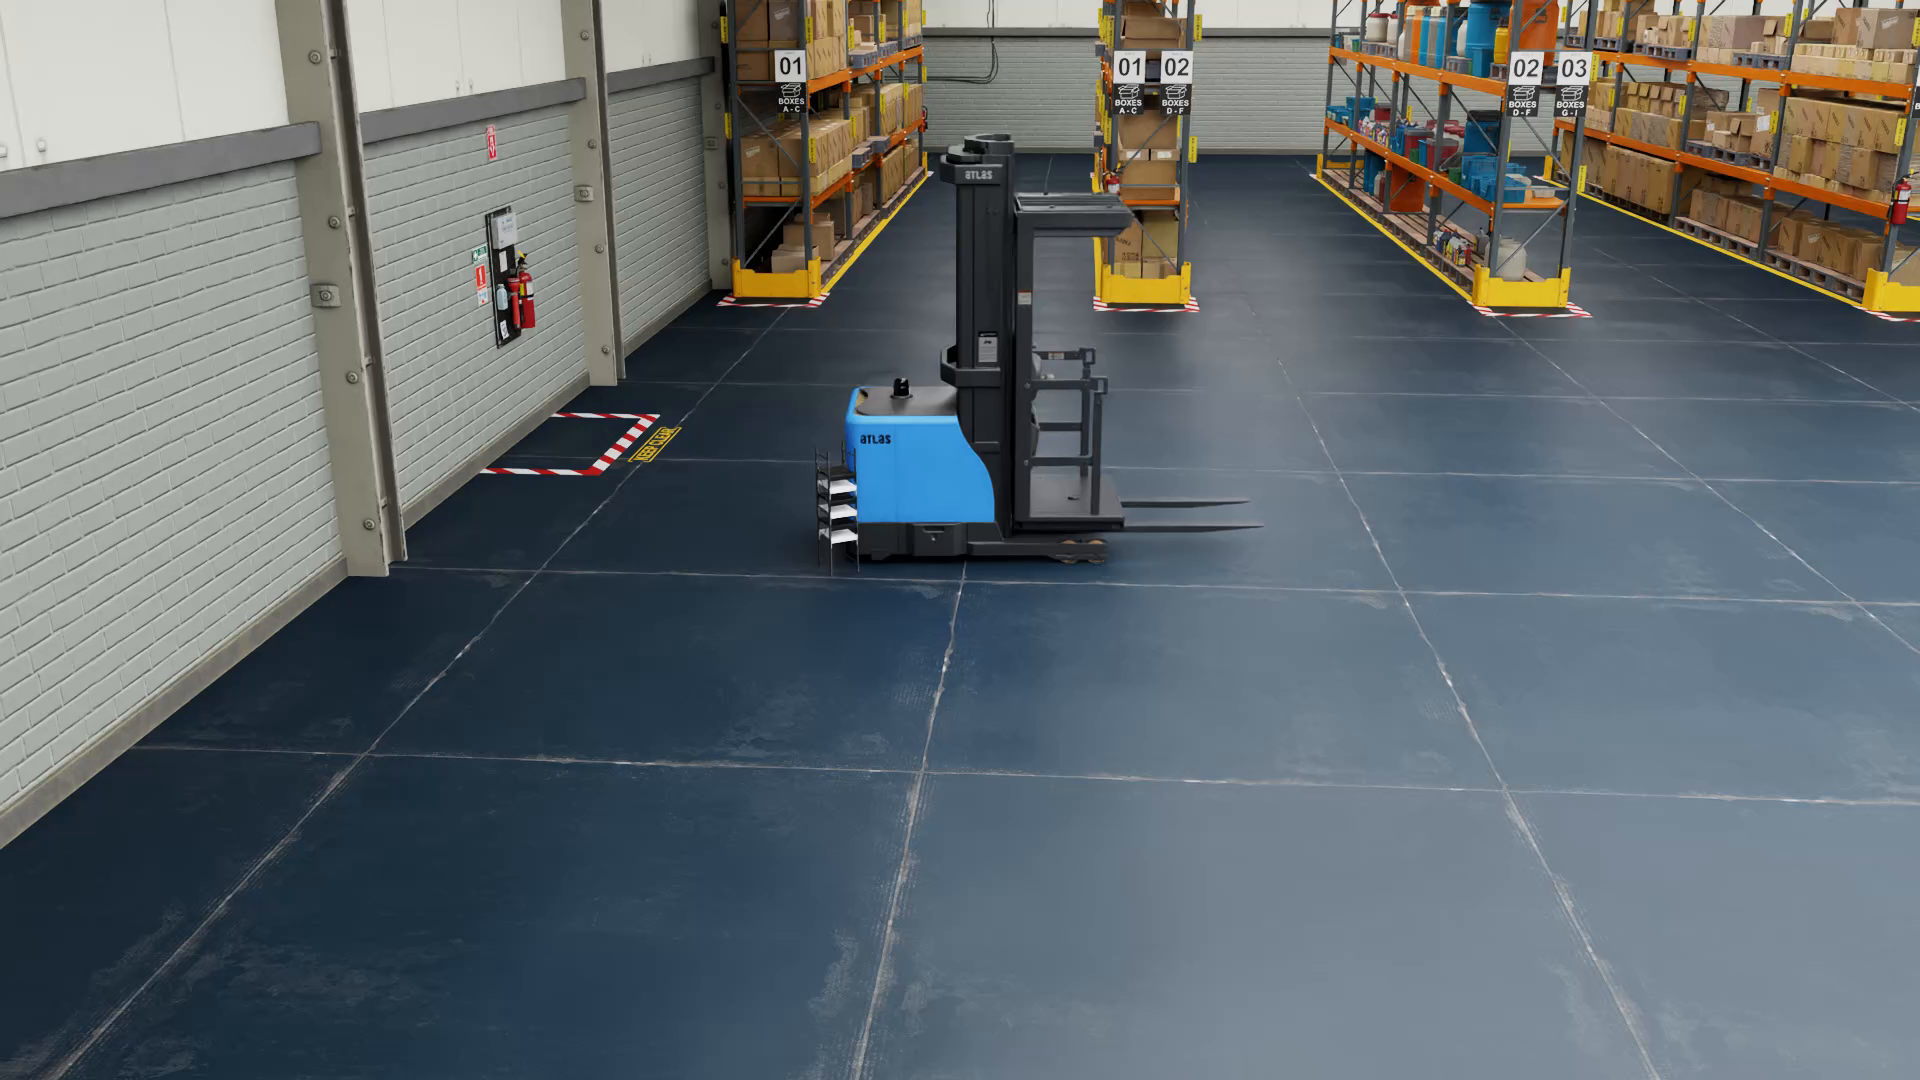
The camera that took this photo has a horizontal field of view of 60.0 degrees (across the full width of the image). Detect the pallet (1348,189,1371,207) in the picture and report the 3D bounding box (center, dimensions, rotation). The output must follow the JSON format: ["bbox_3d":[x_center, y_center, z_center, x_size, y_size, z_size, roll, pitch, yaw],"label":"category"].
[{"bbox_3d":[8.161,-6.667,32.429,1.003,0.211,1.213,1,18,4],"label":"pallet"}]

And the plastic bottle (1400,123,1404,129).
[{"bbox_3d":[8.354,-7.725,31.387,0.097,0.271,0.097,0,18,0],"label":"plastic bottle"}]

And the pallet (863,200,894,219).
[{"bbox_3d":[-1.779,-6.127,30.784,1.003,0.211,1.213,1,18,4],"label":"pallet"}]

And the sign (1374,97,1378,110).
[{"bbox_3d":[9.094,-9.543,36.467,0.100,0.325,0.005,1,18,4],"label":"sign"}]

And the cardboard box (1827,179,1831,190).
[{"bbox_3d":[12.242,-4.911,22.997,0.380,0.149,0.250,1,18,4],"label":"cardboard box"}]

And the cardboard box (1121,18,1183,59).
[{"bbox_3d":[2.502,-6.534,21.665,0.797,0.503,0.637,3,18,8],"label":"cardboard box"}]

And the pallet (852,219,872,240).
[{"bbox_3d":[-2.058,-5.264,28.148,1.003,0.211,1.213,1,18,4],"label":"pallet"}]

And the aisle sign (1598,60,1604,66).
[{"bbox_3d":[13.789,-10.613,35.821,0.394,0.787,0.004,1,18,4],"label":"aisle sign"}]

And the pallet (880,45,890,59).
[{"bbox_3d":[-1.918,-8.746,29.783,1.213,0.211,1.003,2,18,6],"label":"pallet"}]

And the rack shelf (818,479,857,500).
[{"bbox_3d":[-0.864,-0.364,11.617,0.200,0.077,0.258,-9,20,-26],"label":"rack shelf"}]

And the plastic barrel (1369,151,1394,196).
[{"bbox_3d":[8.151,-7.044,31.799,0.600,0.901,0.708,1,18,4],"label":"plastic barrel"}]

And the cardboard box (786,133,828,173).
[{"bbox_3d":[-2.105,-5.314,22.828,0.500,0.500,0.500,1,18,4],"label":"cardboard box"}]

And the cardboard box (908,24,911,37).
[{"bbox_3d":[-1.261,-10.419,33.993,0.500,0.250,0.500,1,18,3],"label":"cardboard box"}]

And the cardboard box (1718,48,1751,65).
[{"bbox_3d":[12.559,-7.772,26.749,0.500,0.250,0.500,2,18,5],"label":"cardboard box"}]

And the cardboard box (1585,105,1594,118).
[{"bbox_3d":[13.078,-8.809,34.254,0.500,0.250,0.500,1,18,3],"label":"cardboard box"}]

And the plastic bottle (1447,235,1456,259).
[{"bbox_3d":[7.168,-4.264,24.166,0.144,0.351,0.185,1,18,3],"label":"plastic bottle"}]

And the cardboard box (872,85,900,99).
[{"bbox_3d":[-1.449,-8.697,32.273,0.500,0.250,0.500,2,18,5],"label":"cardboard box"}]

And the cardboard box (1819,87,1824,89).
[{"bbox_3d":[18.038,-9.433,34.149,0.500,0.500,0.500,1,18,3],"label":"cardboard box"}]

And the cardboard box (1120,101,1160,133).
[{"bbox_3d":[2.610,-5.916,23.416,0.700,0.500,0.500,1,18,4],"label":"cardboard box"}]

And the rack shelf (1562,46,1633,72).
[{"bbox_3d":[13.341,-9.825,33.927,1.077,0.370,4.000,1,18,4],"label":"rack shelf"}]

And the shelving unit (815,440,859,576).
[{"bbox_3d":[-0.864,-0.224,11.662,0.210,0.900,0.258,-9,20,-26],"label":"shelving unit"}]

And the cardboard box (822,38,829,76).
[{"bbox_3d":[-2.104,-6.633,22.838,0.500,0.500,0.500,2,18,6],"label":"cardboard box"}]

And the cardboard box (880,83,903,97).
[{"bbox_3d":[-1.402,-8.855,32.757,0.500,0.250,0.500,2,18,5],"label":"cardboard box"}]

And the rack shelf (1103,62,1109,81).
[{"bbox_3d":[2.887,-7.562,27.023,1.077,0.370,4.000,1,18,4],"label":"rack shelf"}]

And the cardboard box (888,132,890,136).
[{"bbox_3d":[-1.531,-7.755,31.643,0.380,0.149,0.250,2,18,6],"label":"cardboard box"}]

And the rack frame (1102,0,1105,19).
[{"bbox_3d":[3.604,-12.435,35.922,1.000,3.000,0.127,1,18,4],"label":"rack frame"}]

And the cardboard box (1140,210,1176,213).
[{"bbox_3d":[2.827,-4.492,23.851,0.500,0.500,0.500,1,18,4],"label":"cardboard box"}]

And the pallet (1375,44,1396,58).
[{"bbox_3d":[8.220,-8.968,30.461,1.003,0.211,1.213,1,18,4],"label":"pallet"}]

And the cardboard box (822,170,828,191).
[{"bbox_3d":[-2.110,-4.969,22.979,0.500,0.250,0.500,1,18,2],"label":"cardboard box"}]

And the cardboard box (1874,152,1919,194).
[{"bbox_3d":[12.404,-4.752,21.470,0.875,0.500,0.500,1,18,4],"label":"cardboard box"}]

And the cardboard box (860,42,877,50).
[{"bbox_3d":[-1.693,-8.372,28.450,0.500,0.311,0.500,1,18,4],"label":"cardboard box"}]

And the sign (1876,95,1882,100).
[{"bbox_3d":[17.596,-8.399,31.847,0.100,0.325,0.005,1,18,4],"label":"sign"}]

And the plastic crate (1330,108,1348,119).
[{"bbox_3d":[8.151,-9.148,35.696,0.416,0.233,0.300,1,18,4],"label":"plastic crate"}]

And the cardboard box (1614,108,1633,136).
[{"bbox_3d":[12.915,-8.030,31.952,0.500,0.500,0.500,1,18,4],"label":"cardboard box"}]

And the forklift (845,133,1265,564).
[{"bbox_3d":[0.691,-1.386,11.946,3.031,2.935,1.130,0,18,0],"label":"forklift"}]

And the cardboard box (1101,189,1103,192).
[{"bbox_3d":[2.632,-5.781,28.091,0.500,0.311,0.500,1,18,2],"label":"cardboard box"}]

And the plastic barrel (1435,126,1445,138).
[{"bbox_3d":[8.080,-6.586,27.526,0.421,0.512,0.421,0,18,0],"label":"plastic barrel"}]

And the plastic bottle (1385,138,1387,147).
[{"bbox_3d":[7.601,-7.064,29.484,0.097,0.201,0.097,0,18,0],"label":"plastic bottle"}]

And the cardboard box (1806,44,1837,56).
[{"bbox_3d":[12.342,-7.001,23.754,0.380,0.149,0.250,0,18,1],"label":"cardboard box"}]

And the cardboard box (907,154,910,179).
[{"bbox_3d":[-1.429,-7.849,34.900,0.700,0.500,0.500,1,18,3],"label":"cardboard box"}]

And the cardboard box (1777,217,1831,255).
[{"bbox_3d":[12.556,-4.524,24.751,0.500,0.500,0.500,1,18,2],"label":"cardboard box"}]

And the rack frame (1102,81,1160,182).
[{"bbox_3d":[3.030,-7.100,29.273,1.000,3.000,0.127,1,18,4],"label":"rack frame"}]

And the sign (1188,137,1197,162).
[{"bbox_3d":[3.010,-5.050,21.500,0.100,0.325,0.005,1,18,4],"label":"sign"}]

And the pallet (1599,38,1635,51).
[{"bbox_3d":[13.267,-9.757,32.708,1.003,0.211,1.213,1,18,4],"label":"pallet"}]

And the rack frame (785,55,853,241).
[{"bbox_3d":[-2.198,-5.967,25.816,1.000,3.000,0.127,1,18,4],"label":"rack frame"}]

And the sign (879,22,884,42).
[{"bbox_3d":[-1.370,-8.868,29.021,0.100,0.325,0.005,1,18,4],"label":"sign"}]

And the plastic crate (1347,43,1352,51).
[{"bbox_3d":[7.969,-9.934,33.529,0.293,0.136,0.466,1,18,4],"label":"plastic crate"}]

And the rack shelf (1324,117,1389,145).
[{"bbox_3d":[8.401,-8.510,34.731,1.077,0.370,4.000,1,18,4],"label":"rack shelf"}]

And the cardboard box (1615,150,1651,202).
[{"bbox_3d":[13.109,-6.833,31.197,1.225,0.875,0.875,1,18,2],"label":"cardboard box"}]

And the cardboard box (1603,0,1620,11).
[{"bbox_3d":[13.330,-10.811,33.583,0.500,0.250,0.500,1,18,2],"label":"cardboard box"}]

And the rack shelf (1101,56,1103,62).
[{"bbox_3d":[3.460,-10.047,34.605,1.077,0.370,4.000,1,18,4],"label":"rack shelf"}]

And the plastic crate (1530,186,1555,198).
[{"bbox_3d":[7.782,-4.649,22.217,0.298,0.136,0.250,1,18,4],"label":"plastic crate"}]

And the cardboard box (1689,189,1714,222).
[{"bbox_3d":[12.883,-5.690,28.279,0.700,0.500,0.500,0,18,1],"label":"cardboard box"}]

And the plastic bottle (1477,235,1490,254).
[{"bbox_3d":[7.762,-4.390,24.671,0.152,0.276,0.135,1,18,4],"label":"plastic bottle"}]
